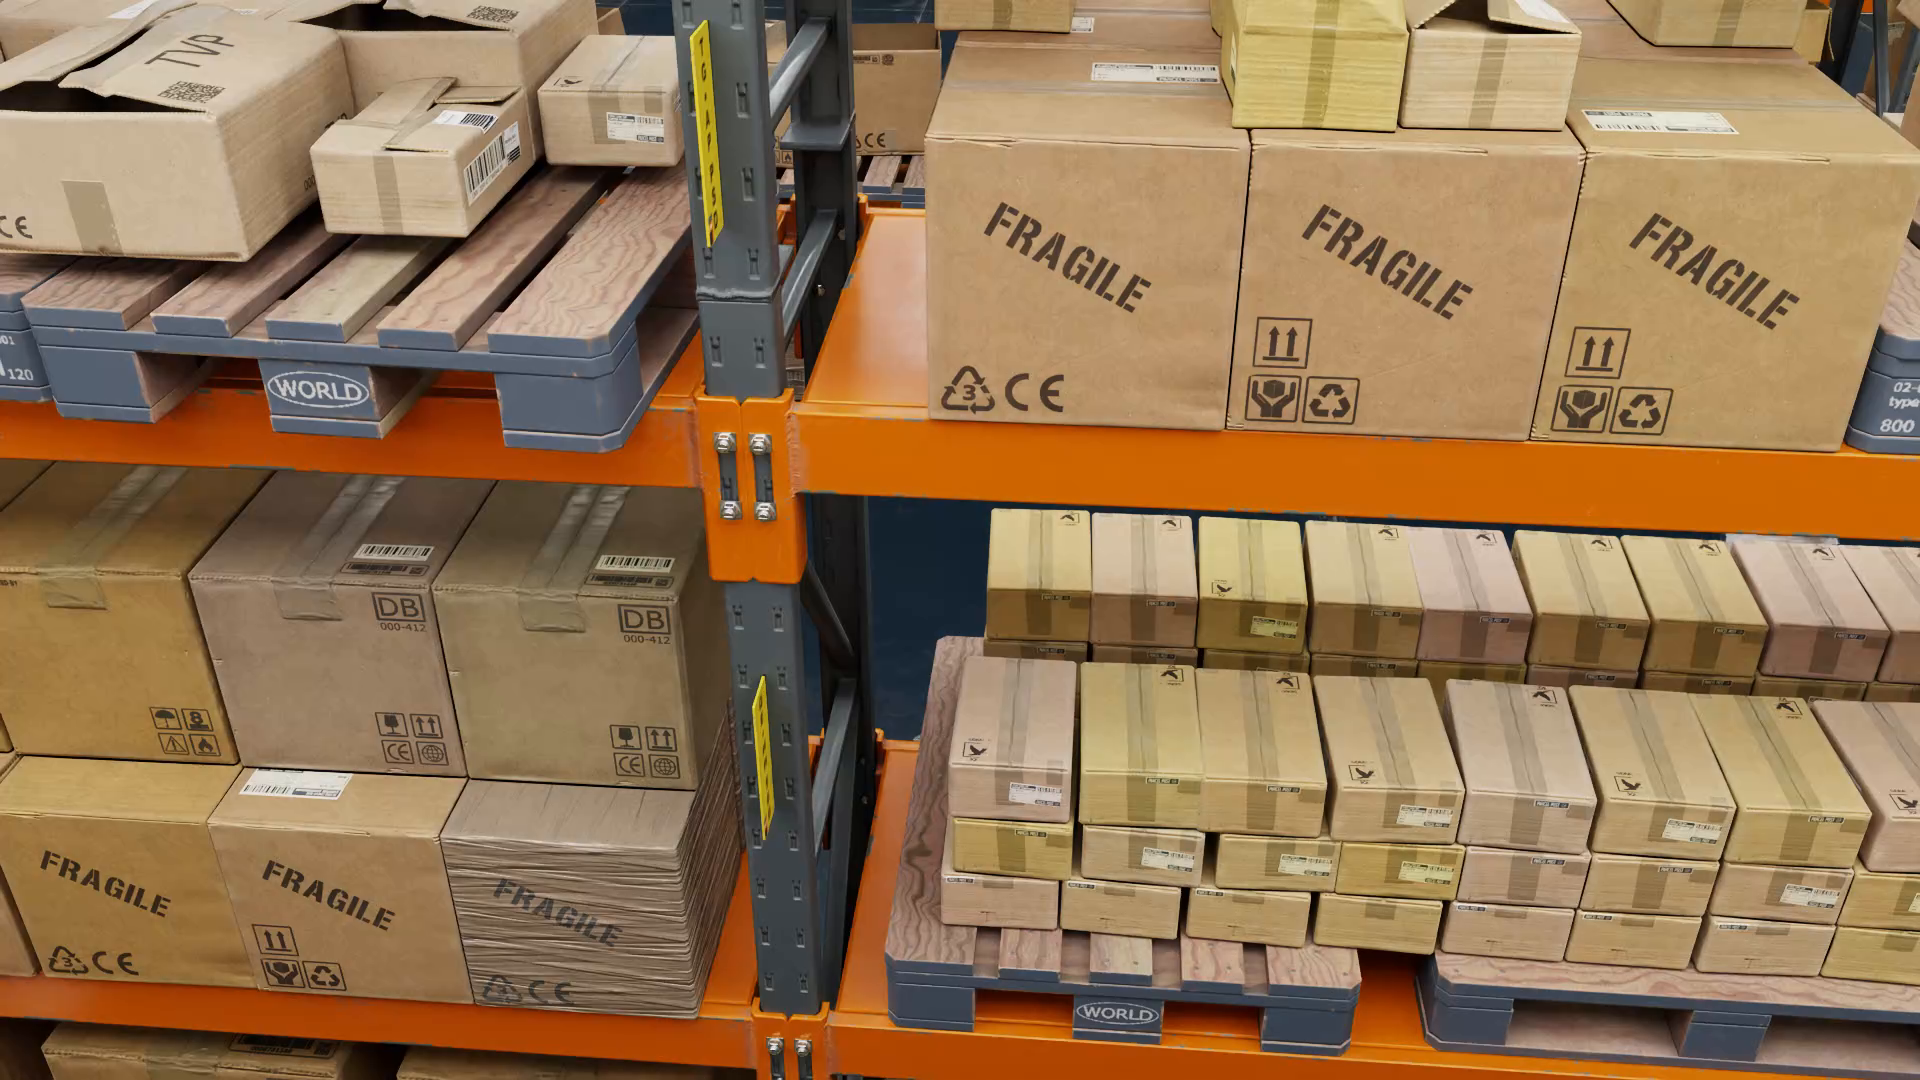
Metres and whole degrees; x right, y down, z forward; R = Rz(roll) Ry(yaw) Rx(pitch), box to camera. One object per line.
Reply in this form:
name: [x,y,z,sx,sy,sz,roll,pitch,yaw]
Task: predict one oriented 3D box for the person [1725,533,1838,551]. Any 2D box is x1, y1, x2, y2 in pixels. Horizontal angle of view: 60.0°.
person: [2.963,0.034,6.046,0.577,1.764,0.598,-3,32,-4]
